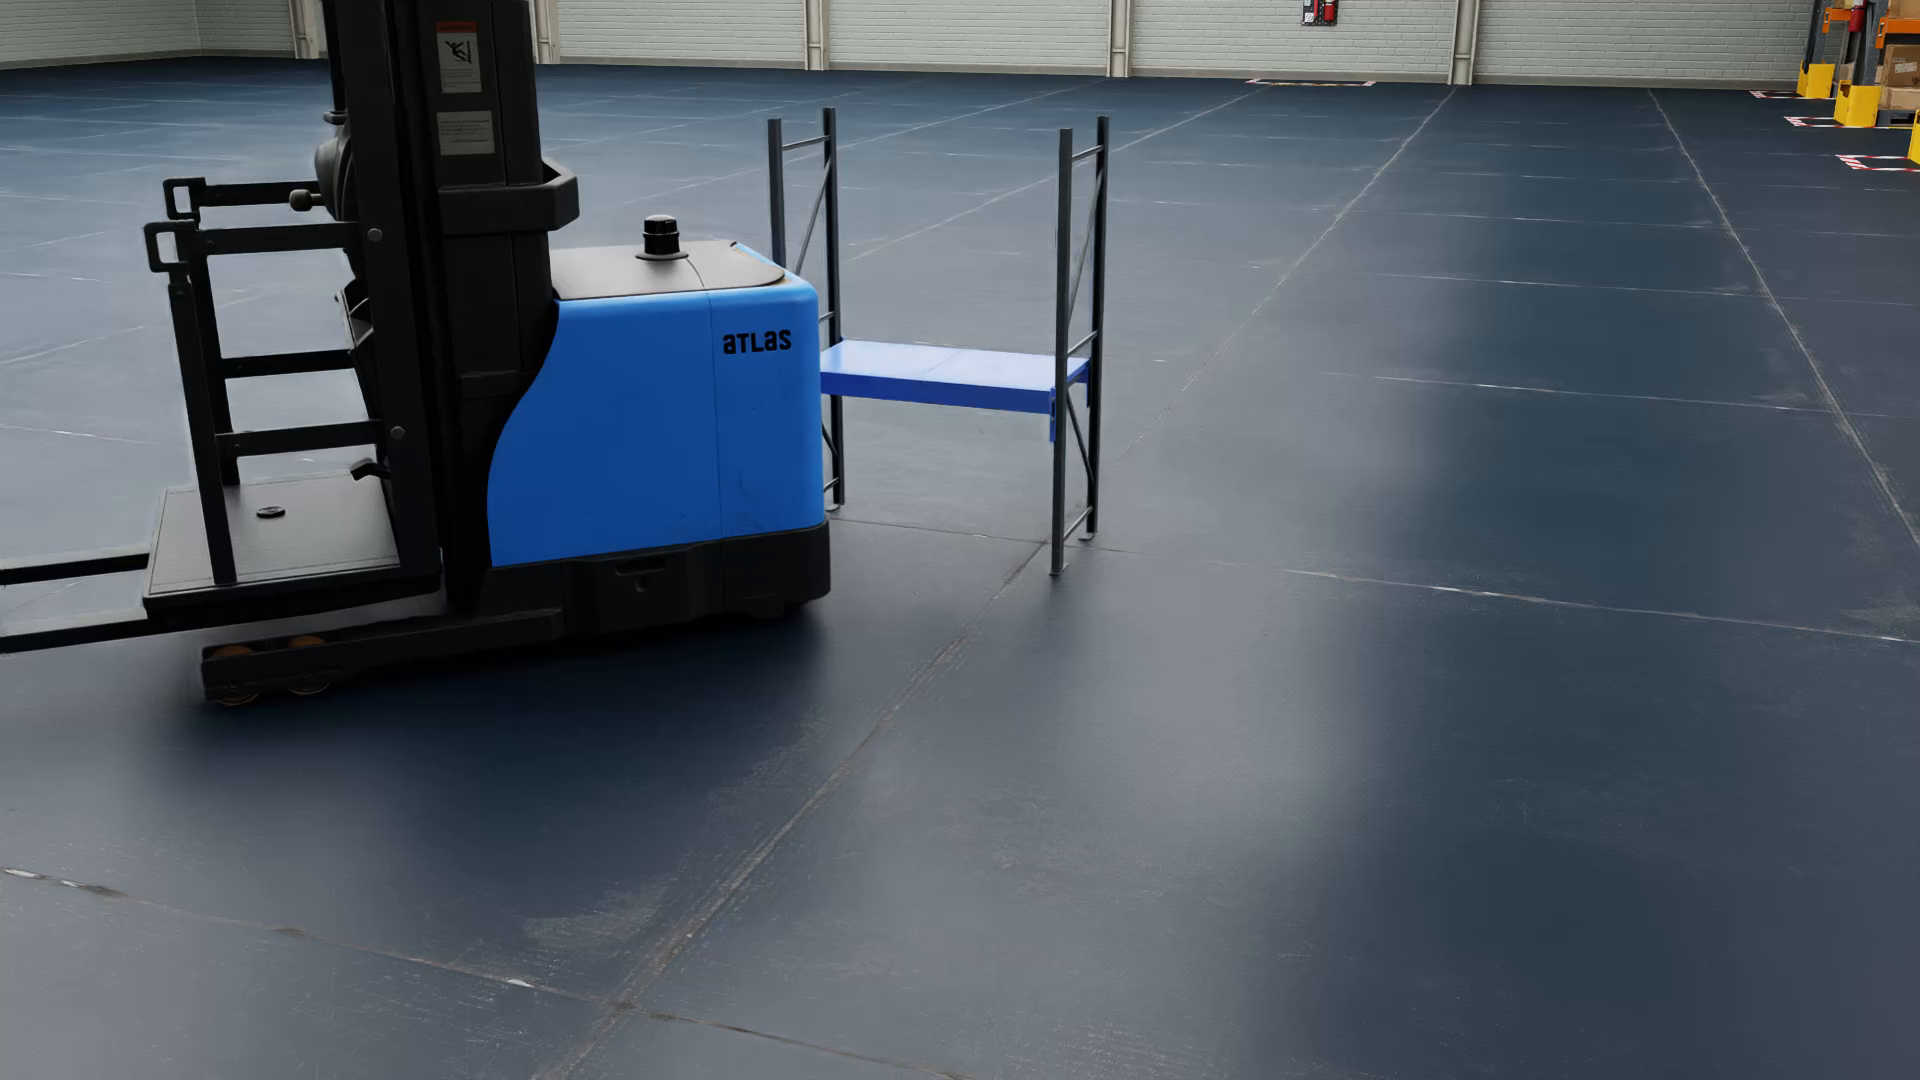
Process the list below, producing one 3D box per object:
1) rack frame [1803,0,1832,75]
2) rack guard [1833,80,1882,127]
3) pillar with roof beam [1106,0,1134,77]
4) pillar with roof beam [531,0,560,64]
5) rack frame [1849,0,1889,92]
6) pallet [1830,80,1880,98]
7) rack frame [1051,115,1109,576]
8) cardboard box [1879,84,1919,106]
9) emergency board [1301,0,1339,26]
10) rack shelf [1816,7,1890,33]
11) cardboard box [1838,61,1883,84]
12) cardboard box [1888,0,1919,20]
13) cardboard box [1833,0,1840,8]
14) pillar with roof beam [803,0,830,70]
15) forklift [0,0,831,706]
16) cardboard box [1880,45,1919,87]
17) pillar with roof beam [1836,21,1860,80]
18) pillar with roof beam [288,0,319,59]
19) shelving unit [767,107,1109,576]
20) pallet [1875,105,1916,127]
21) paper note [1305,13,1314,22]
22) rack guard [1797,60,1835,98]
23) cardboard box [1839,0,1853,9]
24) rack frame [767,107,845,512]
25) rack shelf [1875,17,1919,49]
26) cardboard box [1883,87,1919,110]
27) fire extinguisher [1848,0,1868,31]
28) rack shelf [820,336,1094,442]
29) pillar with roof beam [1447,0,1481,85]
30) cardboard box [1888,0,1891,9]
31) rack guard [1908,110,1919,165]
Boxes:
[{"bbox_3d":[13.296,-8.394,25.600,0.127,3.000,1.000,7,20,18],"label":"rack frame"},{"bbox_3d":[11.651,-5.676,21.599,0.348,0.500,1.175,7,20,18],"label":"rack guard"},{"bbox_3d":[1.493,-11.378,25.046,0.400,9.000,9.100,7,20,18],"label":"pillar with roof beam"},{"bbox_3d":[-9.843,-12.674,28.765,0.400,9.000,9.100,7,20,18],"label":"pillar with roof beam"},{"bbox_3d":[11.674,-6.854,21.181,0.127,3.000,1.000,7,20,18],"label":"rack frame"},{"bbox_3d":[14.124,-6.970,25.753,1.213,0.211,1.003,7,20,18],"label":"pallet"},{"bbox_3d":[0.411,-0.663,5.700,0.032,1.500,0.500,7,20,18],"label":"rack frame"},{"bbox_3d":[12.277,-5.787,21.661,0.500,0.250,0.500,7,20,18],"label":"cardboard box"},{"bbox_3d":[6.251,-9.514,28.814,0.643,1.169,0.194,7,20,18],"label":"emergency board"},{"bbox_3d":[15.185,-7.838,25.099,4.000,0.370,1.077,7,20,18],"label":"rack shelf"},{"bbox_3d":[13.920,-7.230,25.676,0.500,0.311,0.500,4,20,12],"label":"cardboard box"},{"bbox_3d":[12.111,-6.846,21.008,0.500,0.500,0.700,7,20,18],"label":"cardboard box"},{"bbox_3d":[13.801,-8.343,25.650,0.500,0.250,0.500,7,20,19],"label":"cardboard box"},{"bbox_3d":[-4.175,-12.026,26.905,0.400,9.000,9.100,7,20,18],"label":"pillar with roof beam"},{"bbox_3d":[-1.989,-1.110,4.808,3.031,2.935,1.130,-7,21,-20],"label":"forklift"},{"bbox_3d":[12.278,-6.142,21.540,0.500,0.500,0.500,7,20,18],"label":"cardboard box"},{"bbox_3d":[12.828,-10.082,21.328,0.400,9.000,9.100,7,20,18],"label":"pillar with roof beam"},{"bbox_3d":[-15.510,-13.322,30.624,0.400,9.000,9.100,7,20,18],"label":"pillar with roof beam"},{"bbox_3d":[-0.068,-0.719,5.861,1.048,1.500,0.538,7,20,18],"label":"shelving unit"},{"bbox_3d":[12.410,-5.467,21.440,1.213,0.211,1.003,7,20,18],"label":"pallet"},{"bbox_3d":[6.107,-9.139,29.076,0.142,0.148,0.016,7,20,18],"label":"paper note"},{"bbox_3d":[13.368,-7.206,25.988,0.348,0.500,1.175,7,20,18],"label":"rack guard"},{"bbox_3d":[13.653,-8.181,25.187,0.500,0.250,0.500,6,20,16],"label":"cardboard box"},{"bbox_3d":[-0.546,-0.775,6.022,0.032,1.500,0.500,7,20,18],"label":"rack frame"},{"bbox_3d":[13.563,-6.298,20.679,4.000,0.370,1.077,7,20,18],"label":"rack shelf"},{"bbox_3d":[12.107,-5.626,21.199,0.500,0.250,0.500,7,20,18],"label":"cardboard box"},{"bbox_3d":[11.715,-6.974,21.644,0.183,0.674,0.296,7,20,18],"label":"fire extinguisher"},{"bbox_3d":[-0.068,-0.549,5.920,1.000,0.185,0.538,7,20,18],"label":"rack shelf"},{"bbox_3d":[7.161,-10.730,23.187,0.400,9.000,9.100,7,20,18],"label":"pillar with roof beam"},{"bbox_3d":[14.148,-8.130,25.039,0.500,0.250,0.500,6,20,16],"label":"cardboard box"},{"bbox_3d":[10.132,-4.140,17.193,0.348,0.500,1.175,7,20,18],"label":"rack guard"}]
